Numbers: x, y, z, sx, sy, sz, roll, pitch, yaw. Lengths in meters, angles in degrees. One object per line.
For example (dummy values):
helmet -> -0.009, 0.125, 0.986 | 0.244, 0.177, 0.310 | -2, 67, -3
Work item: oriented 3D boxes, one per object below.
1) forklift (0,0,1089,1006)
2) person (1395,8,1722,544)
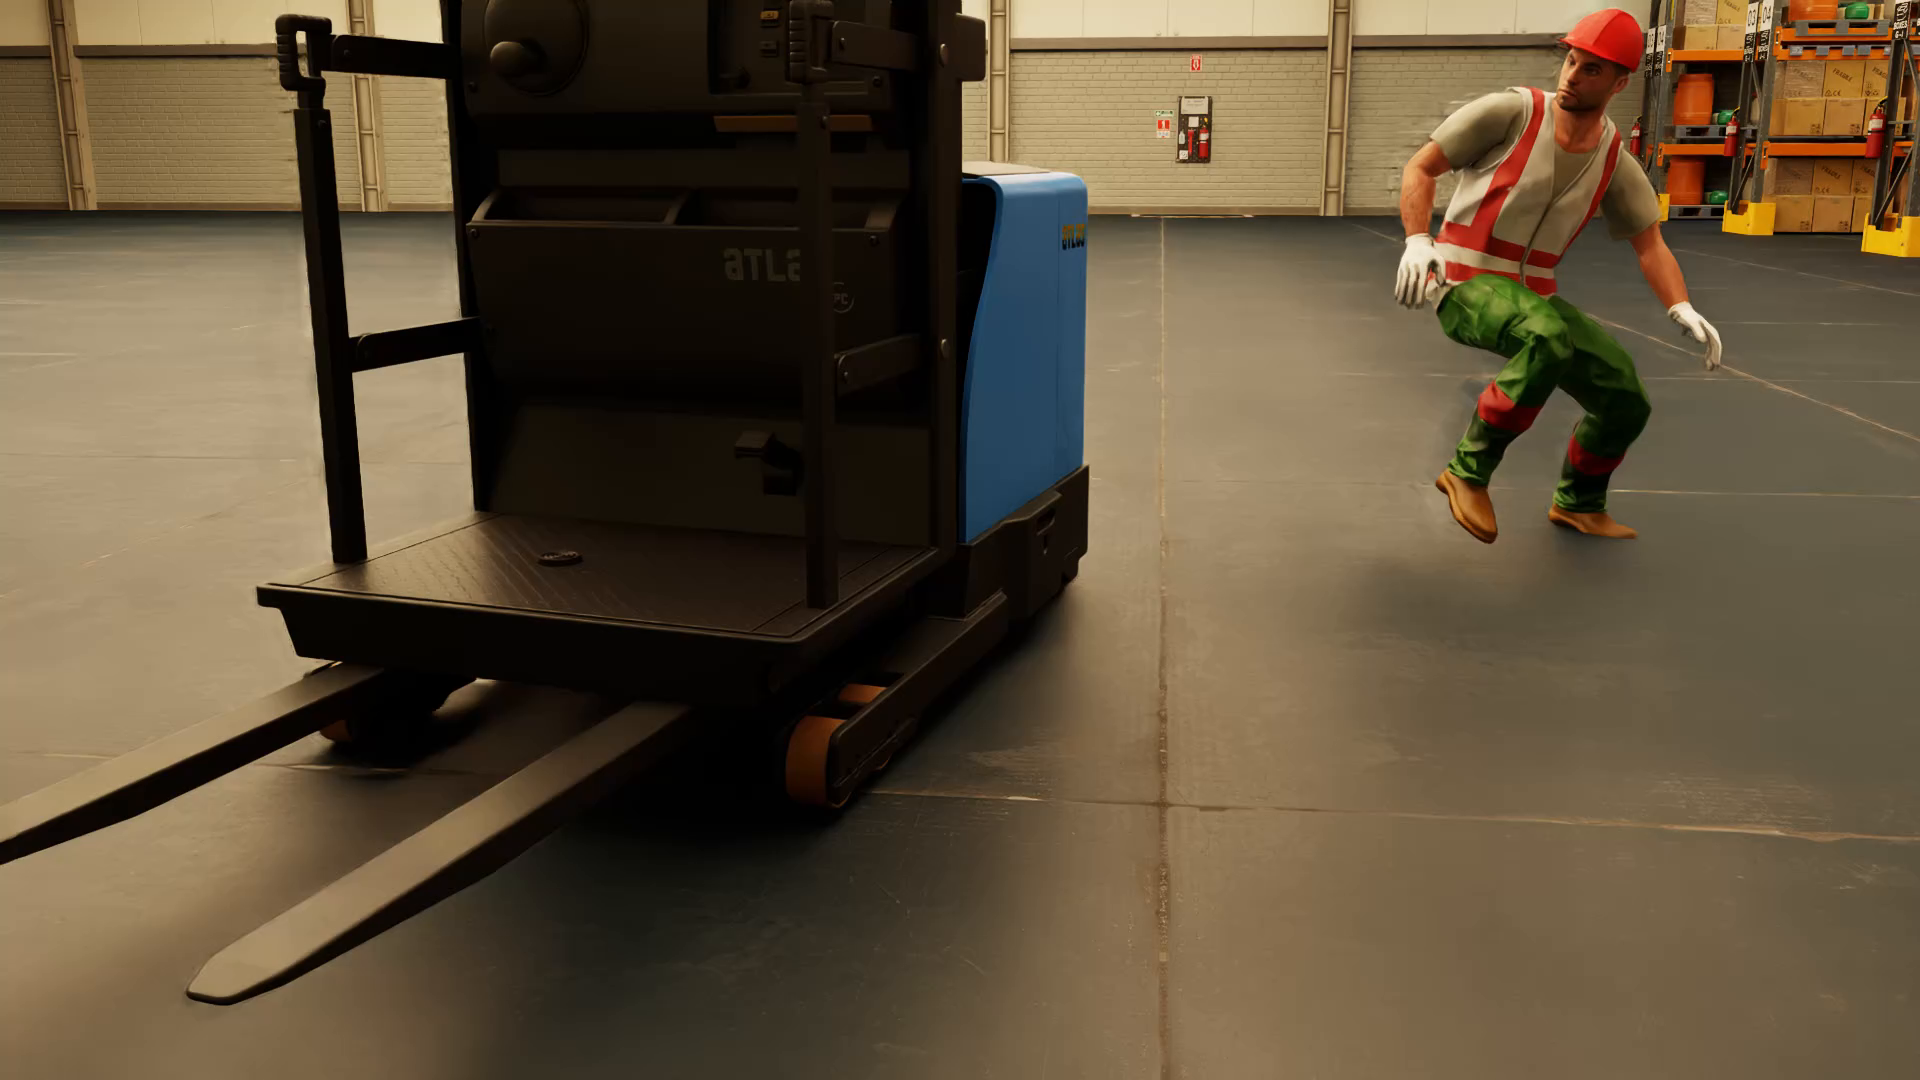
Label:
forklift -> -0.619, -1.057, 3.030 | 1.130, 2.935, 3.031 | 5, 14, 19
person -> 1.660, -0.704, 4.726 | 0.811, 1.538, 0.680 | -5, 14, -22
